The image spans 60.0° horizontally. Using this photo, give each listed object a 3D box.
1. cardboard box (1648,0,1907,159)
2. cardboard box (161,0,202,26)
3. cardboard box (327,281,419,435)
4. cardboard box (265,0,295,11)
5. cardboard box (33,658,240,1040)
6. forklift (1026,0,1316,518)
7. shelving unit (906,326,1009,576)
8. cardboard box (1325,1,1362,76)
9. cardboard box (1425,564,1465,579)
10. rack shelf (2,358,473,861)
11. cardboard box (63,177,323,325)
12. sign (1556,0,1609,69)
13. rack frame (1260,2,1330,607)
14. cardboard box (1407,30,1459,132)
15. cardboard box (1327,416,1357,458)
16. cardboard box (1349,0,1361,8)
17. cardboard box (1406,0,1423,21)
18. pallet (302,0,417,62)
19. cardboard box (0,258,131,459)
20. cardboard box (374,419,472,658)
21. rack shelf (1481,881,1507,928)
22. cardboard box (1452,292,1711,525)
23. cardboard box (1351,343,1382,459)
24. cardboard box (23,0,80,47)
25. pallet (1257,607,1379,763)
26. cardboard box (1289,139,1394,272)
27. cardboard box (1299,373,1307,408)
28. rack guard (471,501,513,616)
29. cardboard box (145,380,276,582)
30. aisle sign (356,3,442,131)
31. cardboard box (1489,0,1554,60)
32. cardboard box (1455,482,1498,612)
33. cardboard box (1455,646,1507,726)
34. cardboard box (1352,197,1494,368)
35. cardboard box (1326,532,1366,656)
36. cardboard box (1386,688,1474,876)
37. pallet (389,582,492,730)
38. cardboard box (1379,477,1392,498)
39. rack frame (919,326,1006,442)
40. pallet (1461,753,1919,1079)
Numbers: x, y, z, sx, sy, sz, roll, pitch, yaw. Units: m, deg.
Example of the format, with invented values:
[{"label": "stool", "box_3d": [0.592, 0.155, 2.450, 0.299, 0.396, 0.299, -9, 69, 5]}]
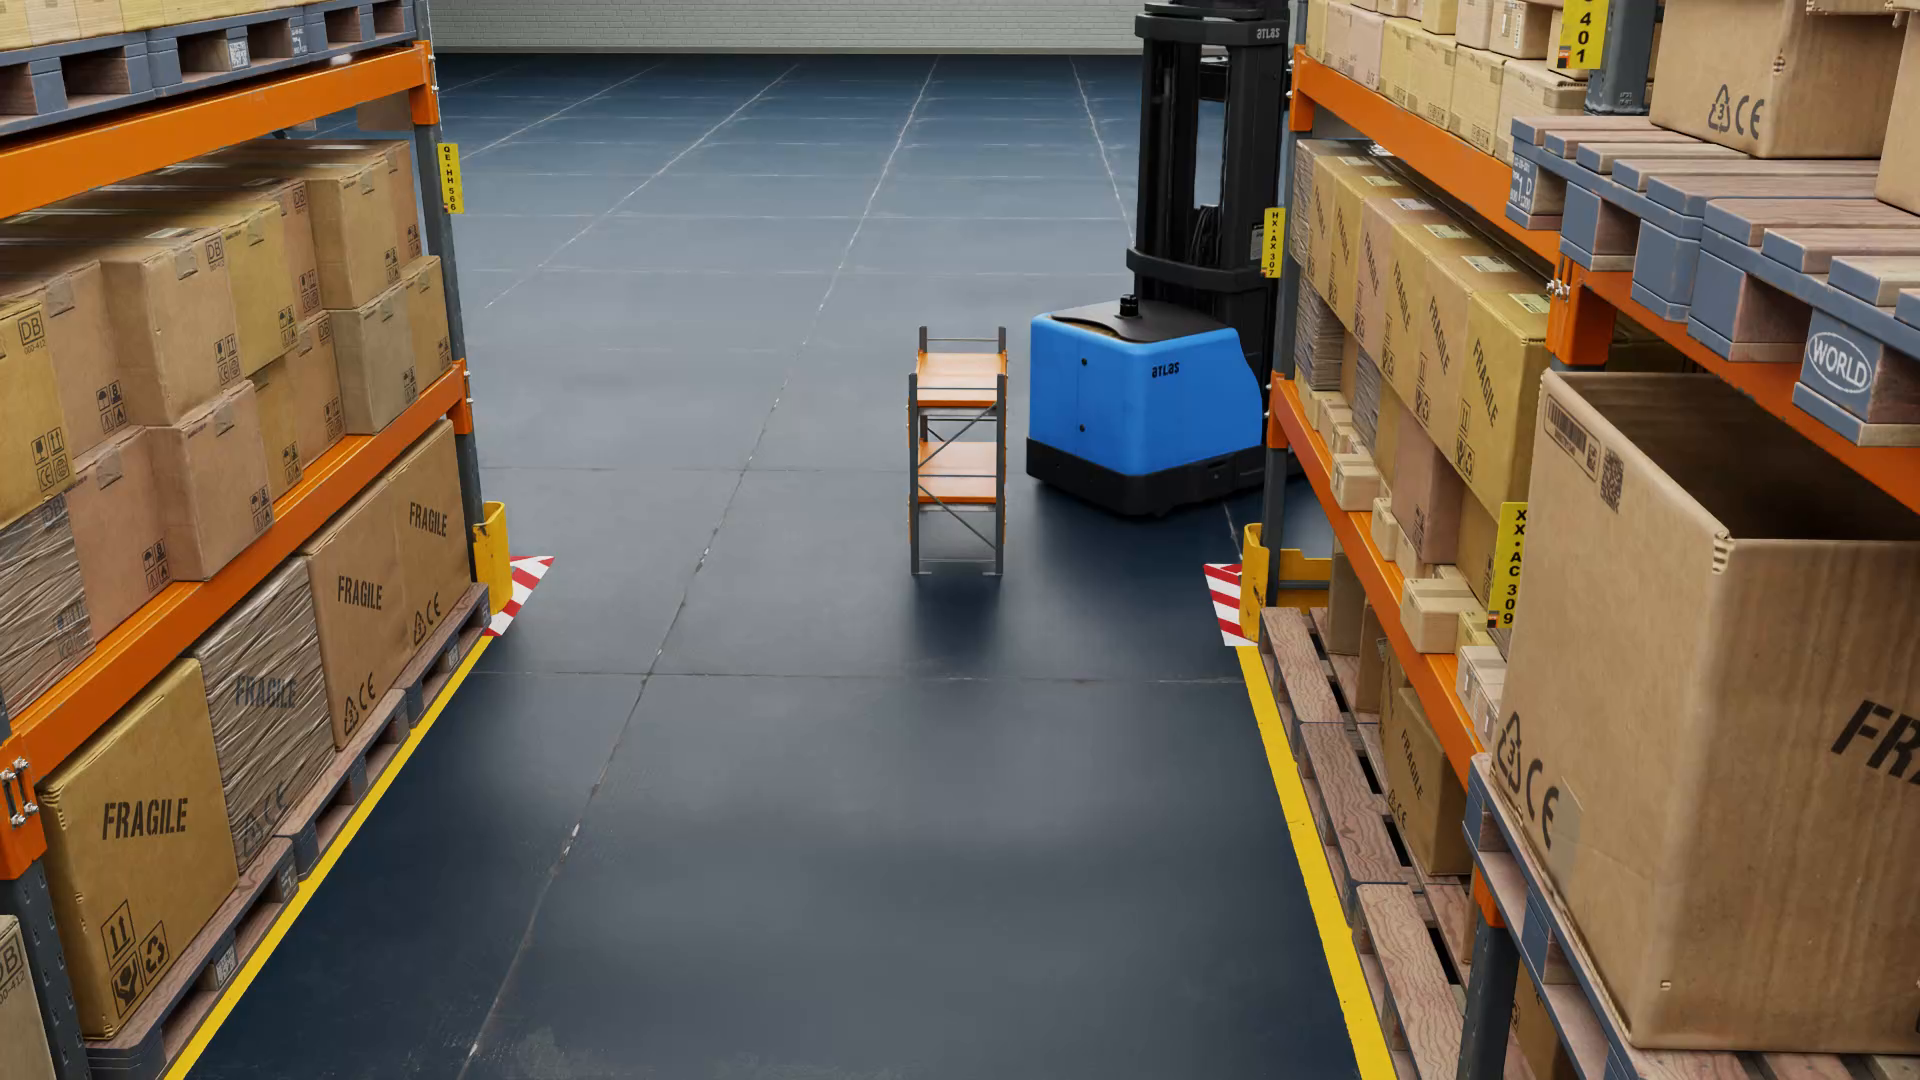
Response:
[{"label": "cardboard box", "box_3d": [1.771, -1.003, 3.098, 0.797, 0.503, 0.637, 0, 21, -1]}, {"label": "cardboard box", "box_3d": [-2.682, -1.733, 5.330, 0.380, 0.149, 0.250, 1, 21, 2]}, {"label": "cardboard box", "box_3d": [-2.909, -0.803, 7.245, 0.875, 0.550, 0.550, 1, 21, 2]}, {"label": "cardboard box", "box_3d": [-2.659, -2.007, 6.038, 0.380, 0.149, 0.250, 1, 21, 2]}, {"label": "cardboard box", "box_3d": [-2.981, 0.947, 5.297, 0.875, 0.875, 0.875, 1, 21, 2]}, {"label": "forklift", "box_3d": [1.899, -1.906, 10.389, 3.031, 2.935, 1.130, -15, 26, -34]}, {"label": "shelving unit", "box_3d": [0.000, -0.522, 9.319, 0.538, 1.125, 1.048, 1, 21, 2]}, {"label": "cardboard box", "box_3d": [1.724, -1.947, 6.460, 0.500, 0.250, 0.500, 0, 21, 0]}, {"label": "cardboard box", "box_3d": [1.718, 0.146, 5.354, 0.380, 0.149, 0.250, 1, 21, 2]}, {"label": "rack shelf", "box_3d": [-3.009, -0.009, 6.399, 1.077, 0.370, 4.000, 1, 21, 2]}, {"label": "cardboard box", "box_3d": [-3.076, -1.106, 6.532, 0.875, 0.550, 0.550, 1, 21, 2]}, {"label": "sign", "box_3d": [1.342, -1.172, 3.542, 0.100, 0.325, 0.005, 1, 21, 2]}, {"label": "rack frame", "box_3d": [2.006, -0.976, 7.898, 1.000, 3.000, 0.127, 1, 21, 2]}, {"label": "cardboard box", "box_3d": [1.674, -1.399, 5.048, 0.500, 0.250, 0.500, 0, 21, 1]}, {"label": "cardboard box", "box_3d": [1.708, -0.397, 6.753, 0.380, 0.149, 0.250, 1, 21, 2]}, {"label": "cardboard box", "box_3d": [1.698, -2.110, 6.330, 0.380, 0.149, 0.250, 1, 21, 4]}, {"label": "cardboard box", "box_3d": [1.732, -1.833, 5.615, 0.380, 0.149, 0.250, 0, 21, 1]}, {"label": "pallet", "box_3d": [-2.961, -2.156, 6.914, 1.003, 0.211, 1.213, 1, 21, 2]}, {"label": "cardboard box", "box_3d": [-3.124, -0.527, 5.041, 0.875, 0.550, 0.550, 1, 21, 2]}, {"label": "cardboard box", "box_3d": [-2.903, -0.026, 7.807, 0.875, 0.875, 0.875, 1, 21, 2]}, {"label": "rack shelf", "box_3d": [1.824, 1.529, 2.437, 1.077, 0.370, 4.000, 1, 21, 2]}, {"label": "cardboard box", "box_3d": [1.623, -0.347, 4.345, 0.500, 0.500, 0.500, 1, 21, 2]}, {"label": "cardboard box", "box_3d": [2.008, -0.600, 6.380, 0.875, 0.500, 0.500, 1, 21, 2]}, {"label": "cardboard box", "box_3d": [-2.704, -1.456, 4.617, 0.380, 0.149, 0.250, 1, 21, 2]}, {"label": "pallet", "box_3d": [1.944, 0.645, 7.575, 1.003, 0.211, 1.213, 1, 21, 2]}, {"label": "cardboard box", "box_3d": [1.717, -1.432, 7.140, 0.500, 0.500, 0.500, 1, 21, 2]}, {"label": "cardboard box", "box_3d": [1.732, -0.668, 7.452, 0.380, 0.149, 0.250, 1, 21, 2]}, {"label": "rack guard", "box_3d": [-2.948, 0.090, 8.607, 1.175, 0.500, 0.348, 1, 21, 2]}, {"label": "cardboard box", "box_3d": [-2.943, -0.217, 5.735, 0.875, 0.550, 0.550, 1, 21, 2]}, {"label": "aisle sign", "box_3d": [-2.646, -2.301, 7.720, 0.394, 0.787, 0.004, 1, 21, 2]}, {"label": "cardboard box", "box_3d": [1.626, -1.352, 4.376, 0.380, 0.149, 0.250, 0, 21, -1]}, {"label": "cardboard box", "box_3d": [2.010, -0.057, 4.981, 0.875, 0.500, 0.500, 1, 21, 2]}, {"label": "cardboard box", "box_3d": [1.614, 0.416, 4.657, 0.380, 0.149, 0.250, 1, 21, 2]}, {"label": "cardboard box", "box_3d": [1.672, -0.889, 5.742, 0.500, 0.500, 0.500, 1, 21, 2]}, {"label": "cardboard box", "box_3d": [1.970, 0.219, 7.692, 0.500, 0.500, 0.500, 5, 22, 12]}, {"label": "cardboard box", "box_3d": [1.887, 0.863, 6.033, 0.500, 0.500, 0.500, -1, 21, -3]}, {"label": "pallet", "box_3d": [-2.895, 0.523, 7.890, 1.003, 0.211, 1.213, 1, 21, 2]}, {"label": "cardboard box", "box_3d": [1.742, -0.125, 6.052, 0.380, 0.149, 0.250, 1, 21, 2]}, {"label": "rack frame", "box_3d": [0.015, -0.706, 9.793, 0.500, 1.125, 0.032, 1, 21, 2]}, {"label": "pallet", "box_3d": [1.716, 0.834, 3.497, 1.003, 0.211, 1.213, 1, 21, 2]}]
